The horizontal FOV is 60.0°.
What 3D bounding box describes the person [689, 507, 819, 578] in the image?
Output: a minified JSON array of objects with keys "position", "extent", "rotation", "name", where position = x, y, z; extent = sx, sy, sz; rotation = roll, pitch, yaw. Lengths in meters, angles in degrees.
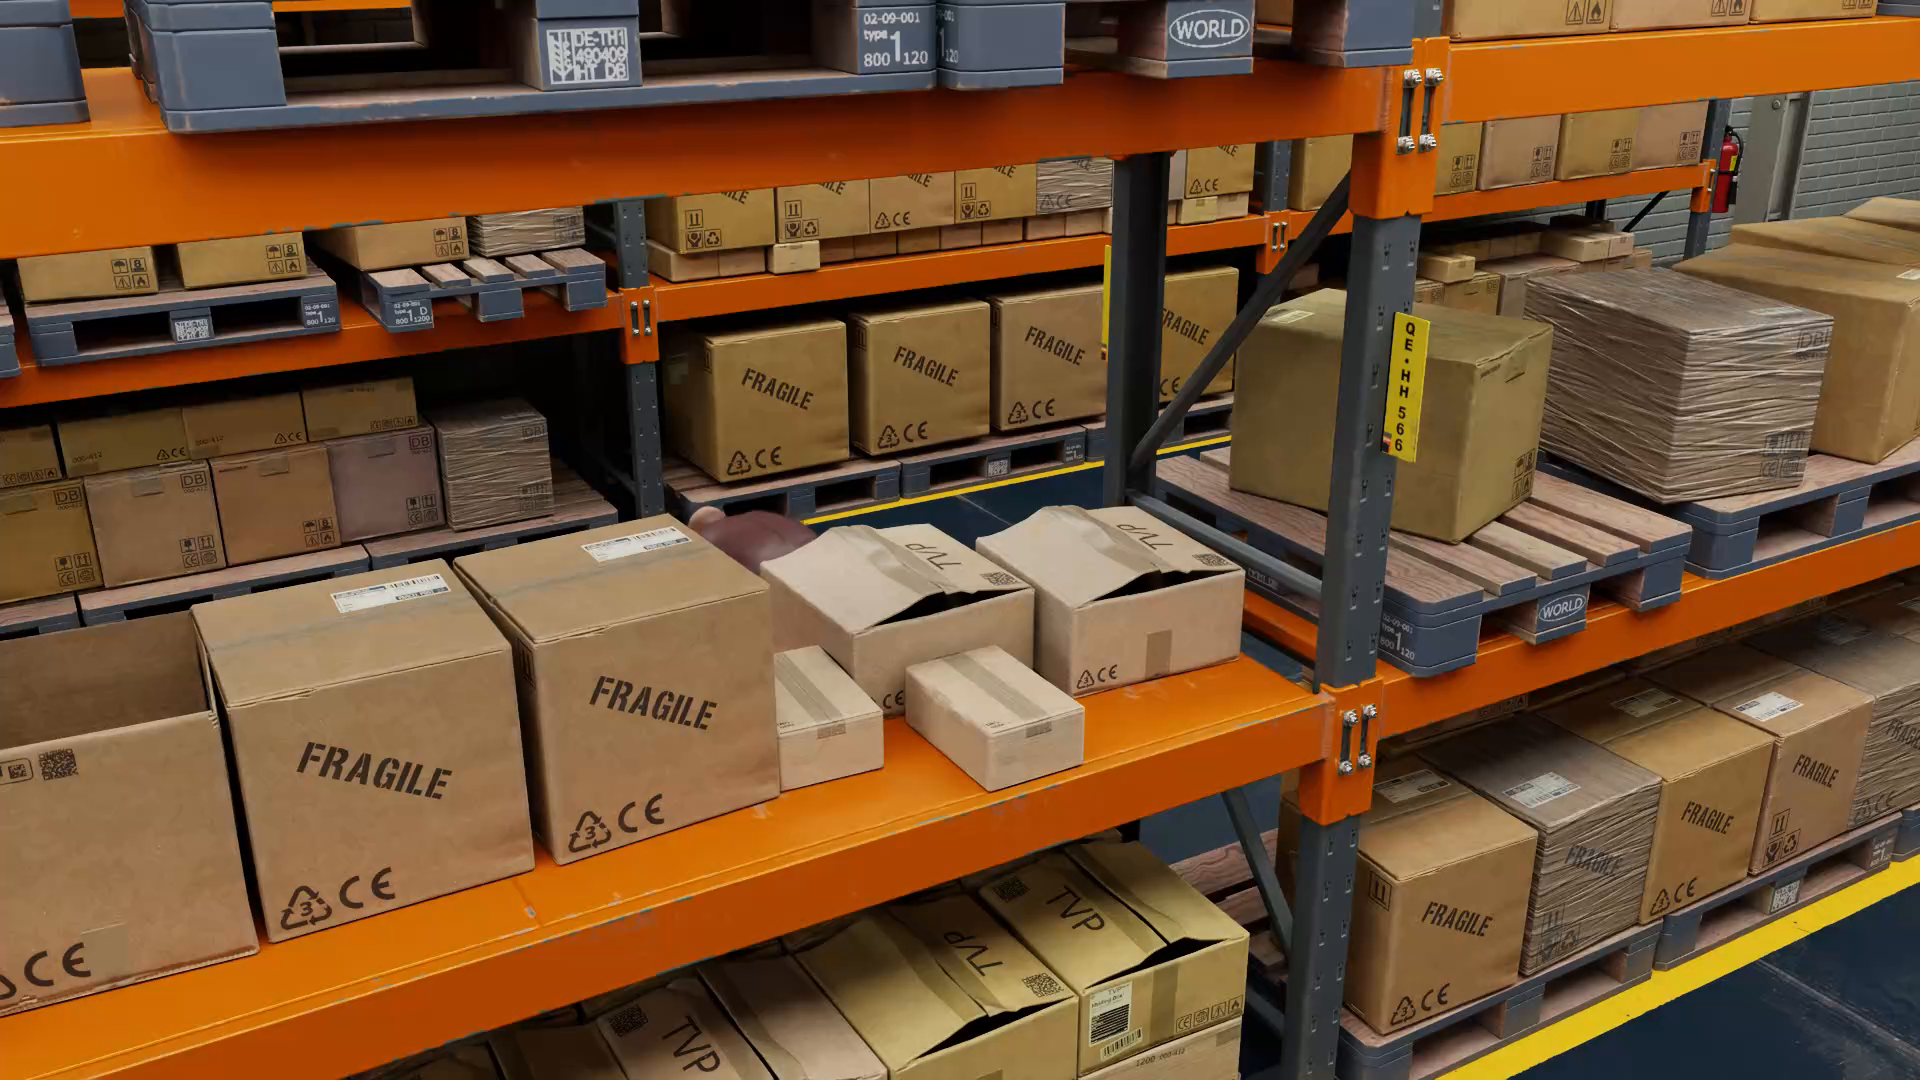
[{"position":[-0.810,0.304,6.621],"extent":[0.589,0.873,0.957],"rotation":[-13,25,-30],"name":"person"}]
